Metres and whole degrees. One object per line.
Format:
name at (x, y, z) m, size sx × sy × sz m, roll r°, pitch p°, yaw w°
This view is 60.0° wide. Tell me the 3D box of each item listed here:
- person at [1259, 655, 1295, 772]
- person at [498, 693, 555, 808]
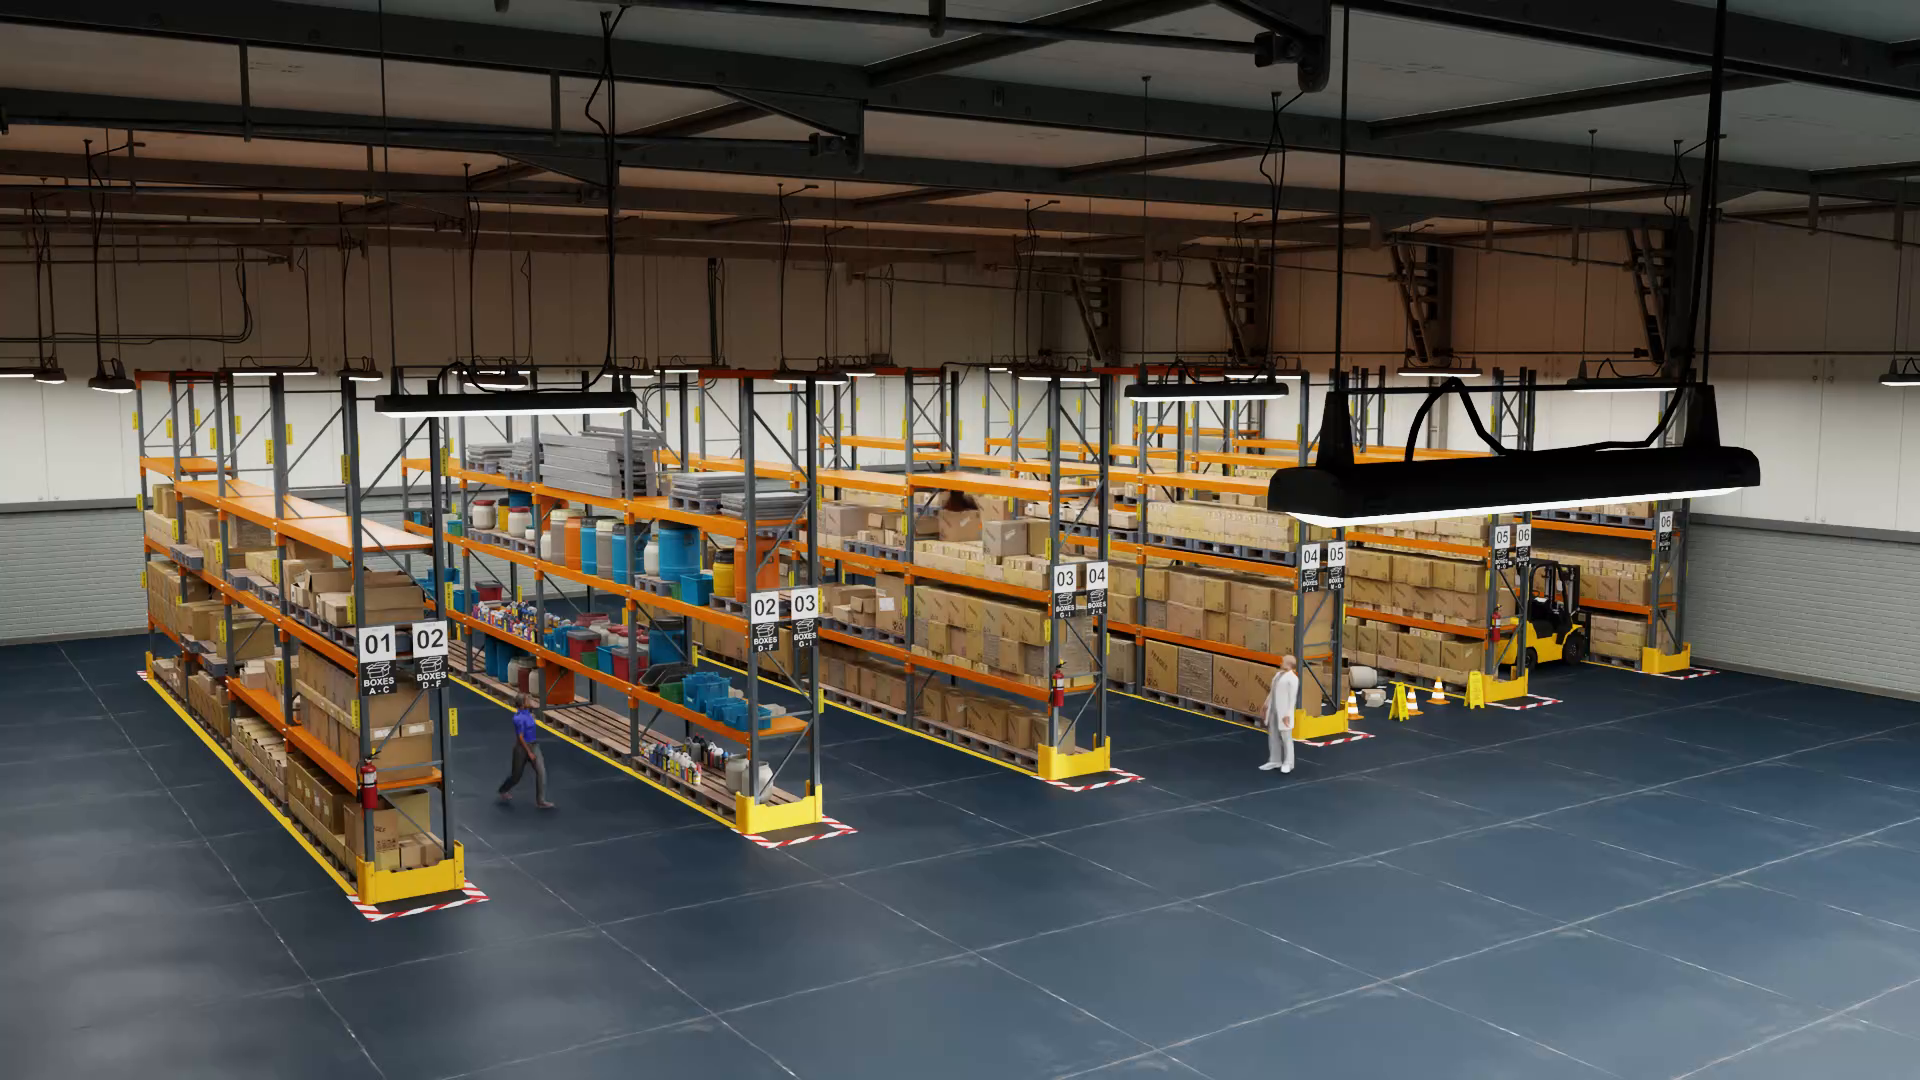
person at (4.846, 2.662, 25.208) m, size 0.410 × 1.715 × 0.691 m, roll -5°, pitch 8°, yaw -38°
person at (-6.078, 2.921, 23.155) m, size 0.930 × 1.605 × 0.412 m, roll 5°, pitch 8°, yaw 37°
